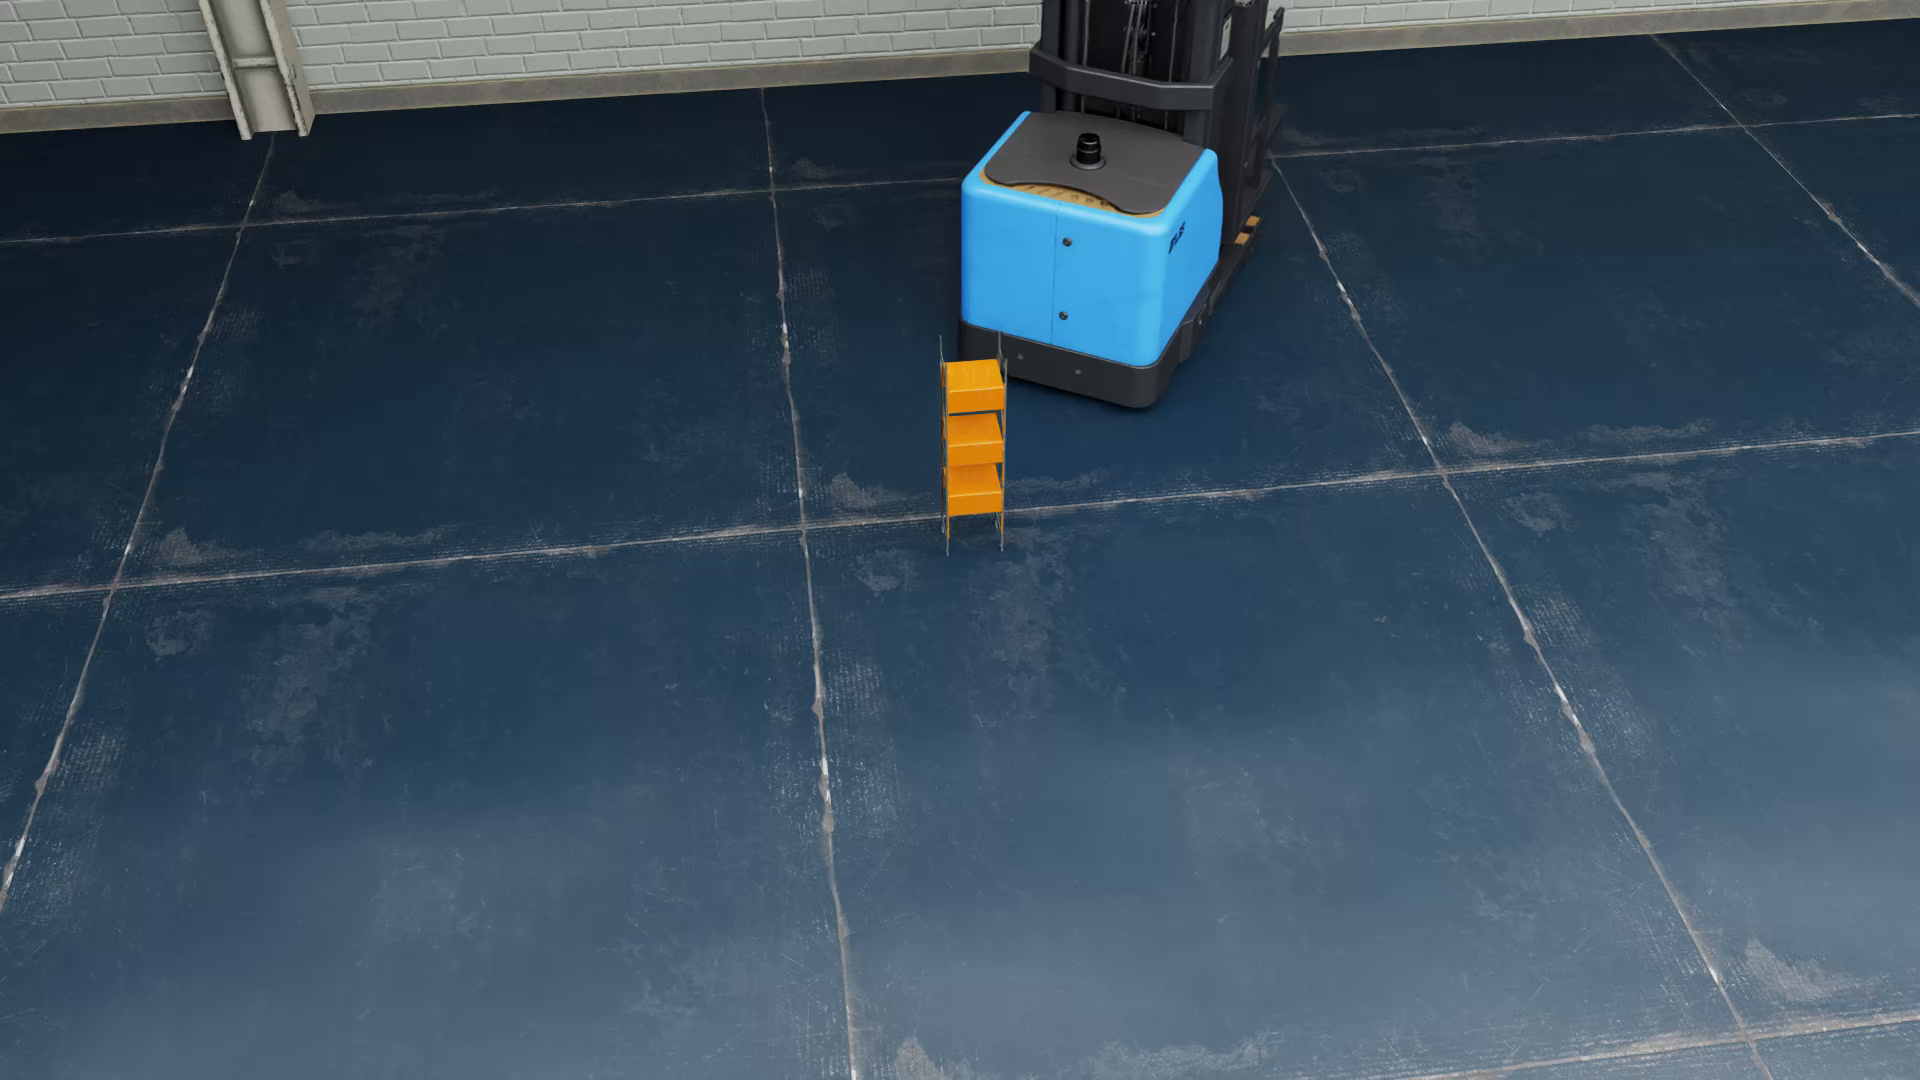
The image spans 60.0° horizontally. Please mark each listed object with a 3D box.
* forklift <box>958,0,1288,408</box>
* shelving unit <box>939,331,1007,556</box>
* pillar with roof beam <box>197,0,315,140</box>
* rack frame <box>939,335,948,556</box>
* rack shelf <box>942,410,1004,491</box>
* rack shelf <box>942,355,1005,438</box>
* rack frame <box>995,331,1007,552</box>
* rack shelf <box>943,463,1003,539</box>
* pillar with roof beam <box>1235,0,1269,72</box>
[{"bbox_3d":[1.053,-2.721,8.294,1.130,2.935,3.031,17,45,18],"label":"forklift"},{"bbox_3d":[0.053,-0.394,7.119,0.252,1.050,0.215,-5,42,-6],"label":"shelving unit"},{"bbox_3d":[-3.666,-3.053,4.131,0.400,9.000,9.100,-5,42,-6],"label":"pillar with roof beam"},{"bbox_3d":[-0.068,-0.384,7.107,0.008,1.050,0.200,-5,42,-6],"label":"rack frame"},{"bbox_3d":[0.053,-0.387,7.126,0.240,0.259,0.215,-5,42,-6],"label":"rack shelf"},{"bbox_3d":[0.053,-0.597,6.936,0.240,0.259,0.215,-5,42,-6],"label":"rack shelf"},{"bbox_3d":[0.174,-0.405,7.130,0.008,1.050,0.200,-5,42,-6],"label":"rack frame"},{"bbox_3d":[0.053,-0.180,7.312,0.240,0.259,0.215,-5,42,-6],"label":"rack shelf"},{"bbox_3d":[2.283,-3.574,4.709,0.400,9.000,9.100,-5,42,-6],"label":"pillar with roof beam"}]
